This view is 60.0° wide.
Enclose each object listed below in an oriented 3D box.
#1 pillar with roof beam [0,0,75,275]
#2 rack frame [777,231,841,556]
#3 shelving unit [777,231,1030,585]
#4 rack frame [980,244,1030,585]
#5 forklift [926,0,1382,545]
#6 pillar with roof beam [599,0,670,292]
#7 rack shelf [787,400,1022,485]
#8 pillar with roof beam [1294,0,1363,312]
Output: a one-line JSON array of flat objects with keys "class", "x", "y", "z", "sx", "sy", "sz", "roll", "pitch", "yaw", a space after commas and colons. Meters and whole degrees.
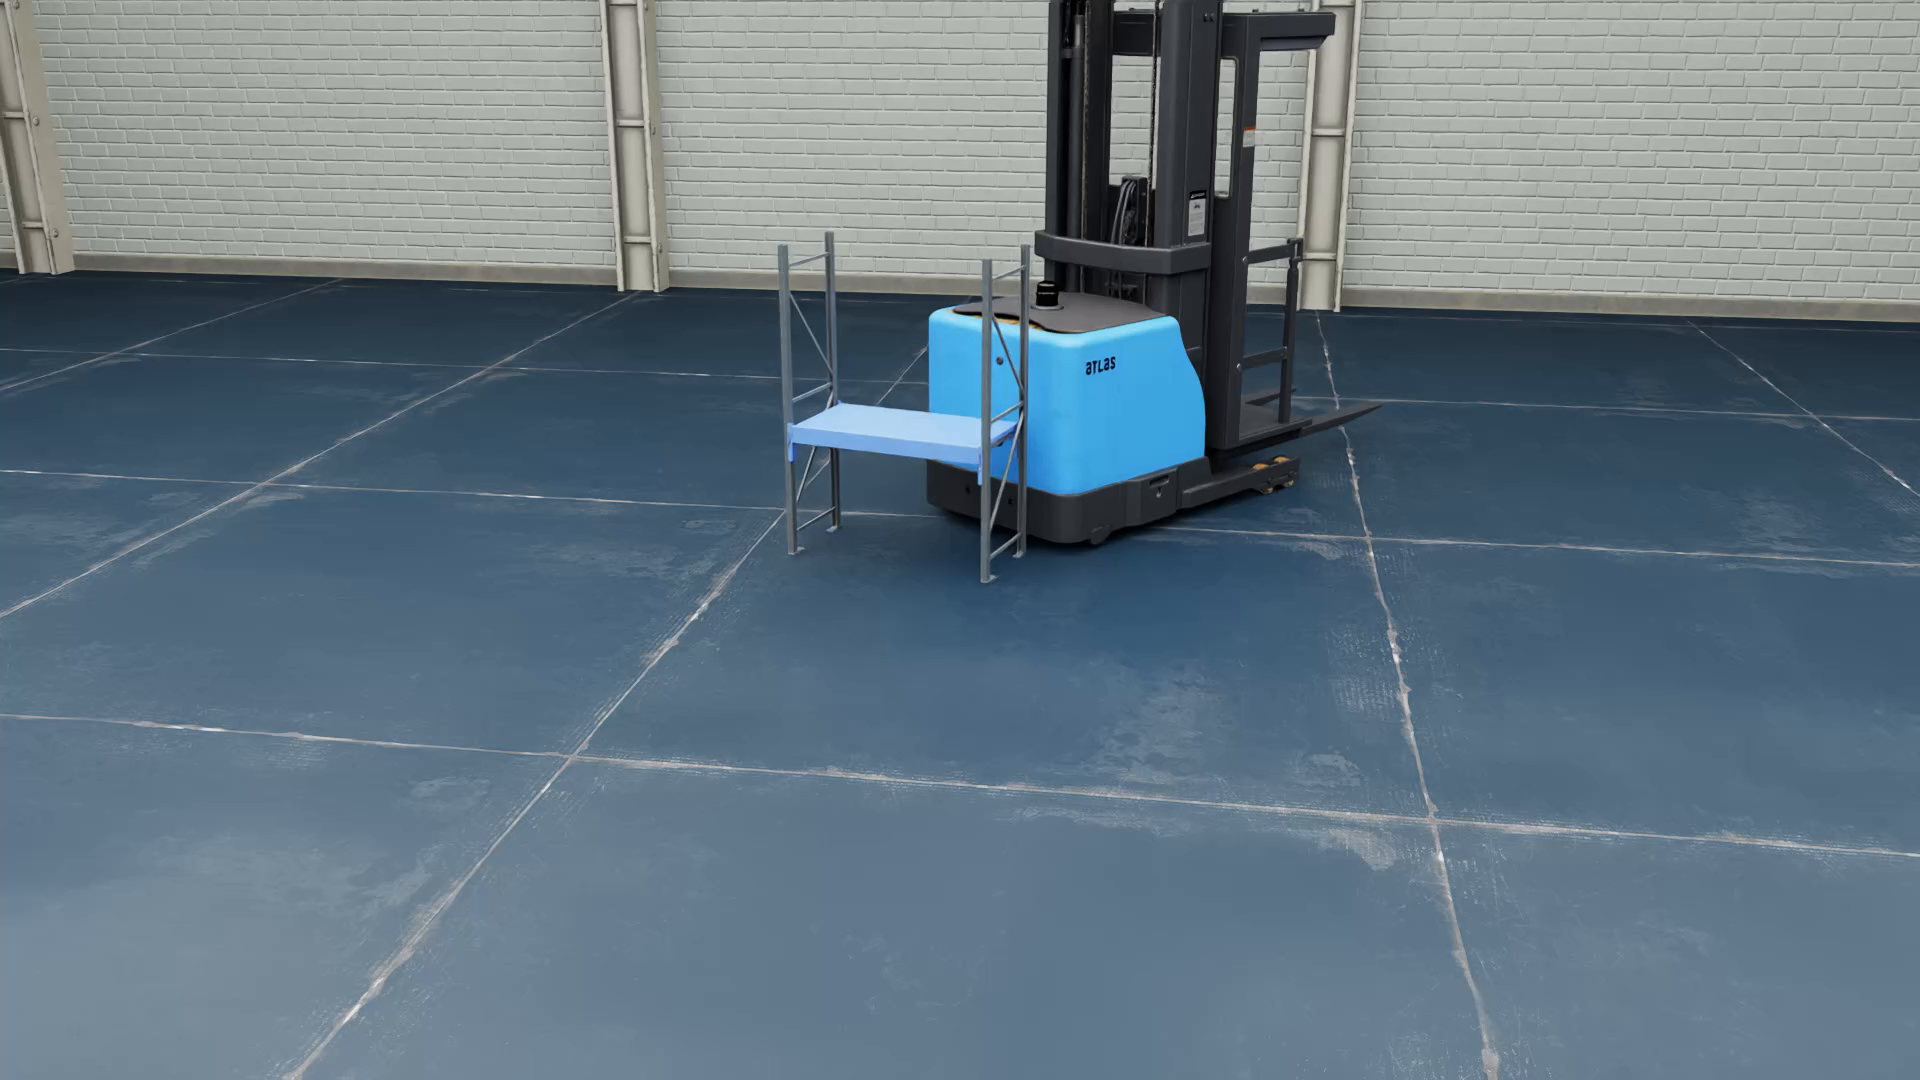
[{"class": "pillar with roof beam", "x": -9.484, "y": -5.512, "z": 10.594, "sx": 0.400, "sy": 9.000, "sz": 9.100, "roll": 3, "pitch": 19, "yaw": 9}, {"class": "rack frame", "x": -0.722, "y": -0.709, "z": 8.057, "sx": 0.032, "sy": 1.500, "sz": 0.500, "roll": 8, "pitch": 20, "yaw": 22}, {"class": "shelving unit", "x": -0.256, "y": -0.644, "z": 7.864, "sx": 1.048, "sy": 1.500, "sz": 0.538, "roll": 8, "pitch": 20, "yaw": 22}, {"class": "rack frame", "x": 0.209, "y": -0.579, "z": 7.671, "sx": 0.032, "sy": 1.500, "sz": 0.500, "roll": 8, "pitch": 20, "yaw": 22}, {"class": "forklift", "x": 1.236, "y": -1.744, "z": 8.895, "sx": 3.031, "sy": 2.935, "sz": 1.130, "roll": -17, "pitch": 25, "yaw": -41}, {"class": "pillar with roof beam", "x": -3.560, "y": -5.210, "z": 9.692, "sx": 0.400, "sy": 9.000, "sz": 9.100, "roll": 3, "pitch": 19, "yaw": 9}, {"class": "rack shelf", "x": -0.256, "y": -0.473, "z": 7.921, "sx": 1.000, "sy": 0.185, "sz": 0.538, "roll": 8, "pitch": 20, "yaw": 22}, {"class": "pillar with roof beam", "x": 2.364, "y": -4.908, "z": 8.789, "sx": 0.400, "sy": 9.000, "sz": 9.100, "roll": 3, "pitch": 19, "yaw": 9}]
